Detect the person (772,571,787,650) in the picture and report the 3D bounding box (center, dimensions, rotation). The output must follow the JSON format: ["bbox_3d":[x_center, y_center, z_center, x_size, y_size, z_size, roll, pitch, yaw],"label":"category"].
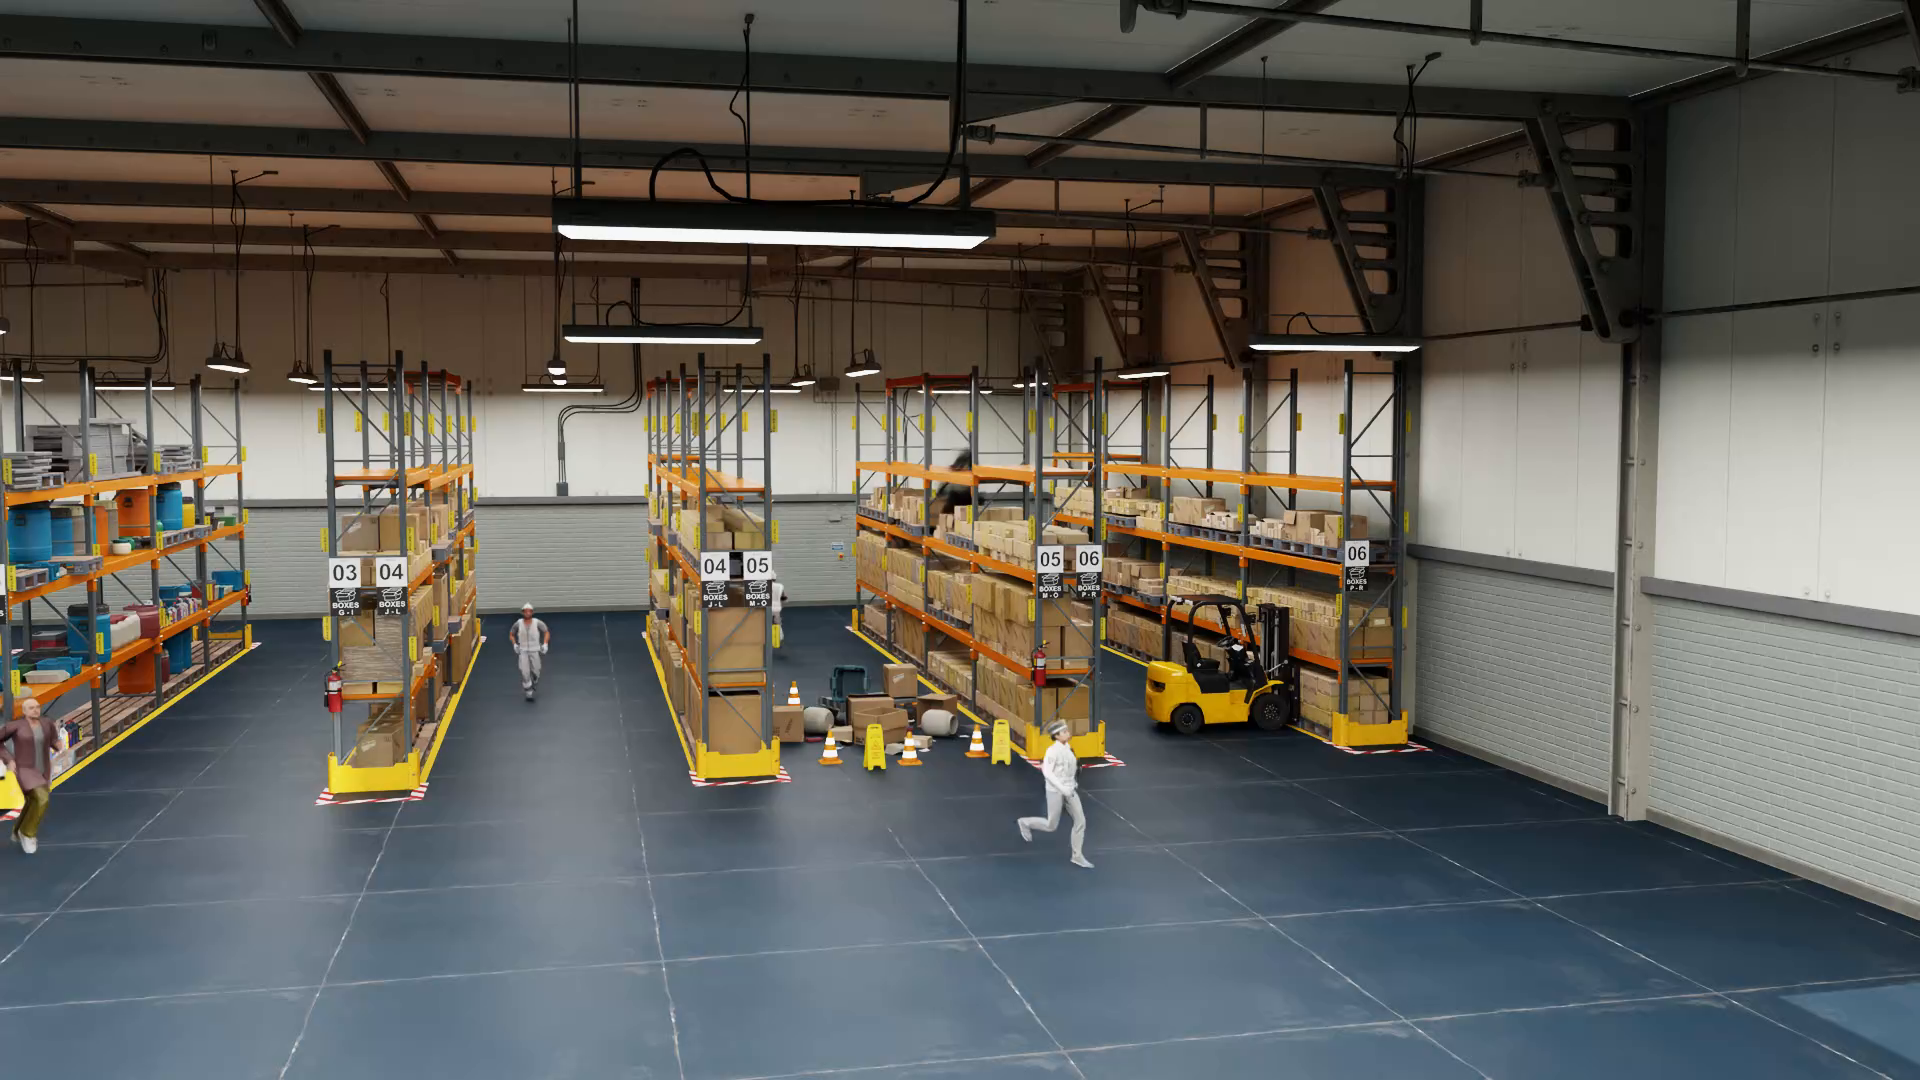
[{"bbox_3d":[-4.120,1.569,36.603,0.692,1.758,0.832,-2,4,-23],"label":"person"}]

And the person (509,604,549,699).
[{"bbox_3d":[-7.844,2.025,30.282,0.708,1.741,0.620,-1,4,-13],"label":"person"}]

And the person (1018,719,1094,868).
[{"bbox_3d":[1.112,2.874,18.997,0.943,1.685,0.602,3,5,36],"label":"person"}]

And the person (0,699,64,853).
[{"bbox_3d":[-10.904,2.771,19.603,0.787,1.820,0.670,2,4,23],"label":"person"}]
